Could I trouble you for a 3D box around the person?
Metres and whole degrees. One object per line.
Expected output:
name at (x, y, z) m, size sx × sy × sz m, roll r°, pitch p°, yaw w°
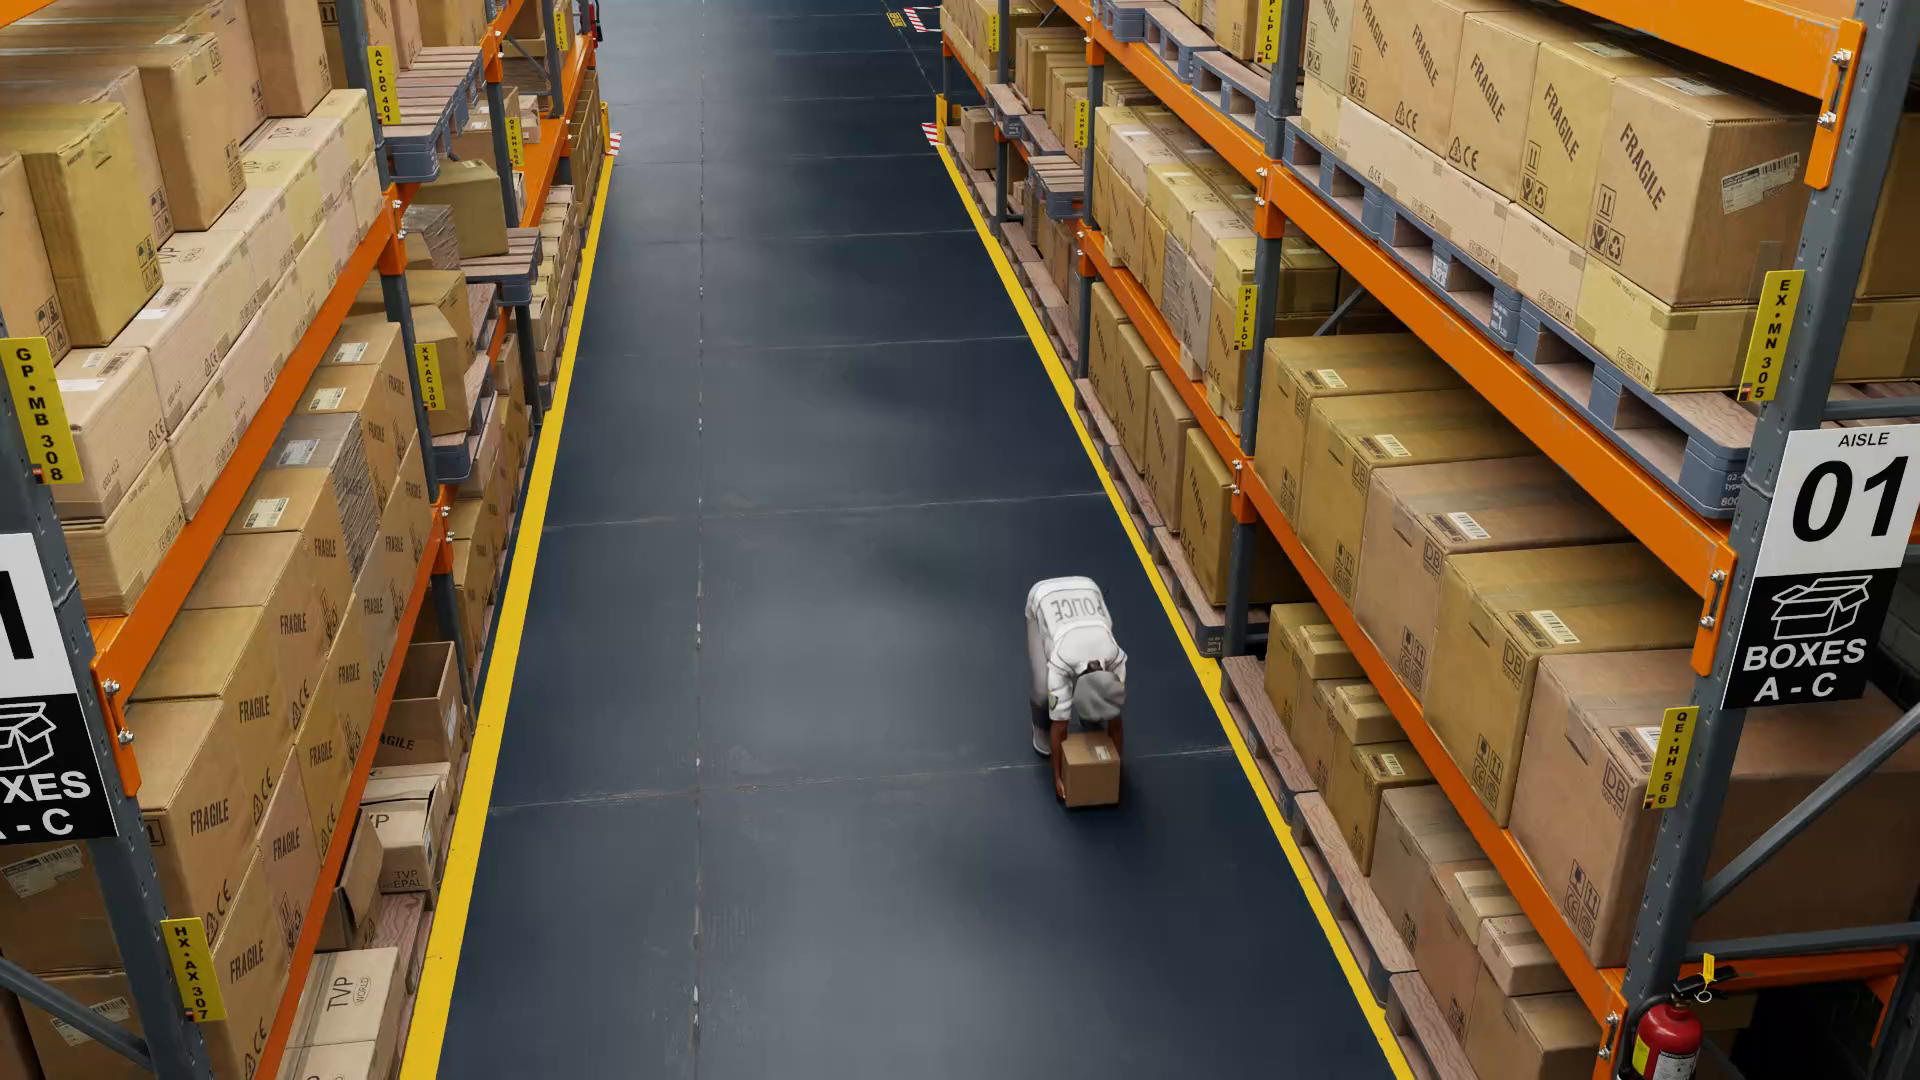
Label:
person at (0.583, 0.700, 8.118) m, size 0.468 × 0.881 × 0.904 m, roll -5°, pitch 28°, yaw -9°
